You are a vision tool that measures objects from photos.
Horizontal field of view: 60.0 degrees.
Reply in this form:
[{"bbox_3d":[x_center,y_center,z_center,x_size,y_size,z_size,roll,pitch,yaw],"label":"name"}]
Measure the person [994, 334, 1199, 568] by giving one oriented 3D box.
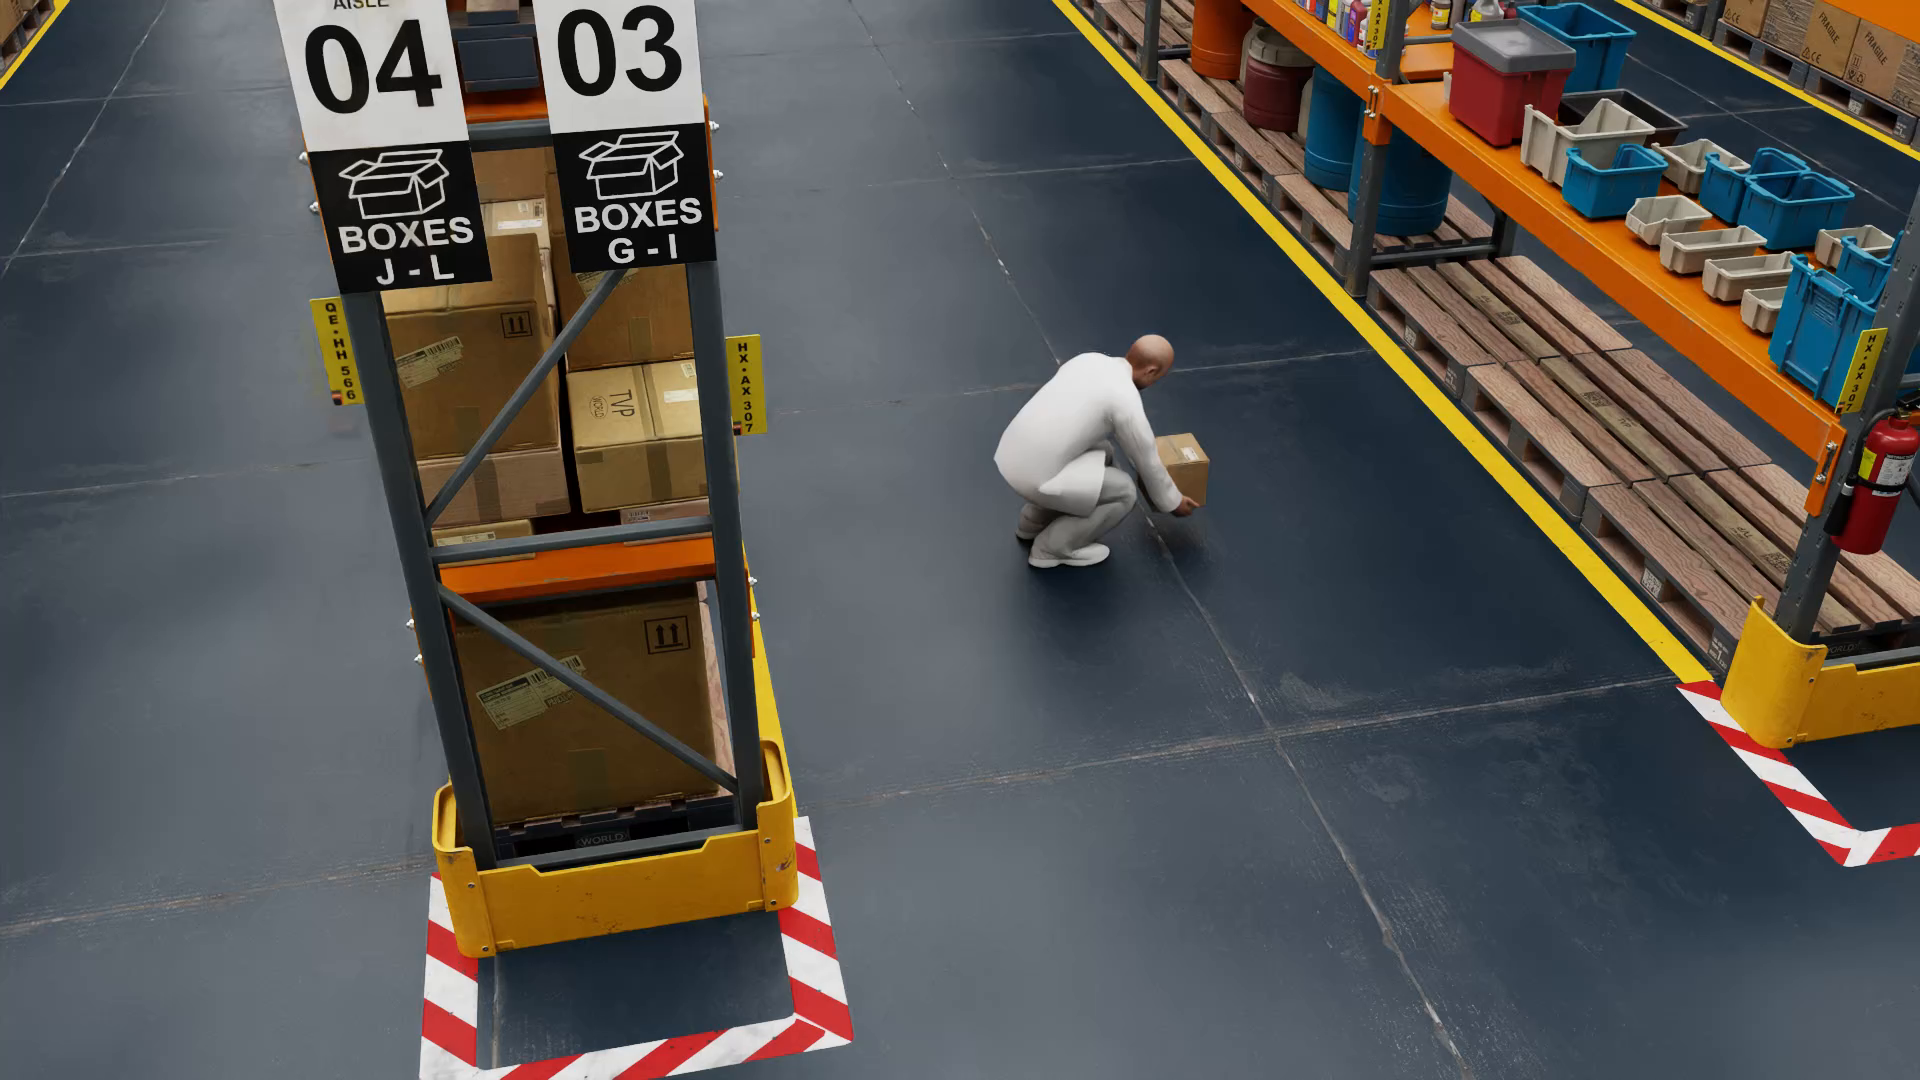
[{"bbox_3d":[0.602,-0.417,7.474,0.917,1.003,0.611,-7,35,-11],"label":"person"}]
